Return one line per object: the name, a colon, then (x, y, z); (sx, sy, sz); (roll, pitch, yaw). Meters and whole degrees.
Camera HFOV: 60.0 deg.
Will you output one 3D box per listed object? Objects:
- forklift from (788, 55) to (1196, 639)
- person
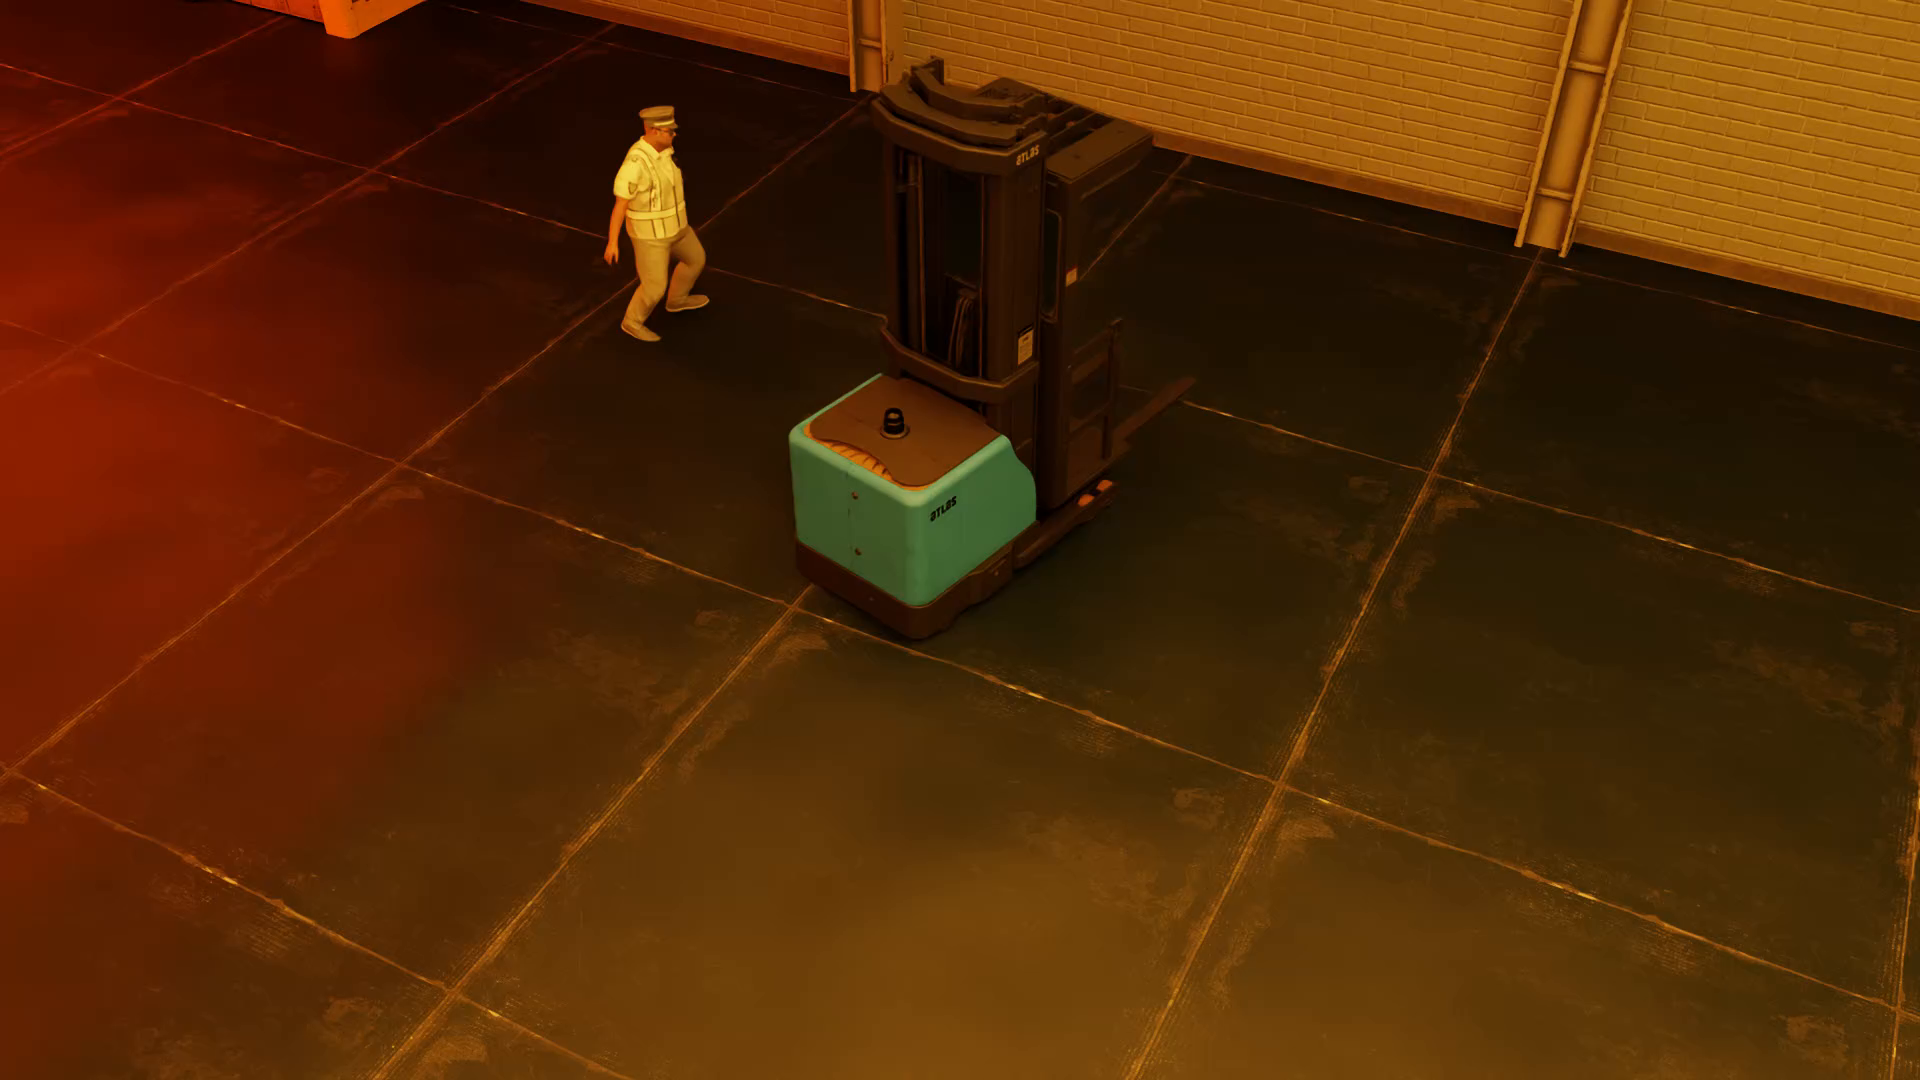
forklift: (0.357, -1.433, 9.688); (1.130, 2.935, 3.031); (29, 48, 30)
person: (-2.156, -2.169, 11.577); (0.498, 1.735, 0.898); (18, 43, 20)
